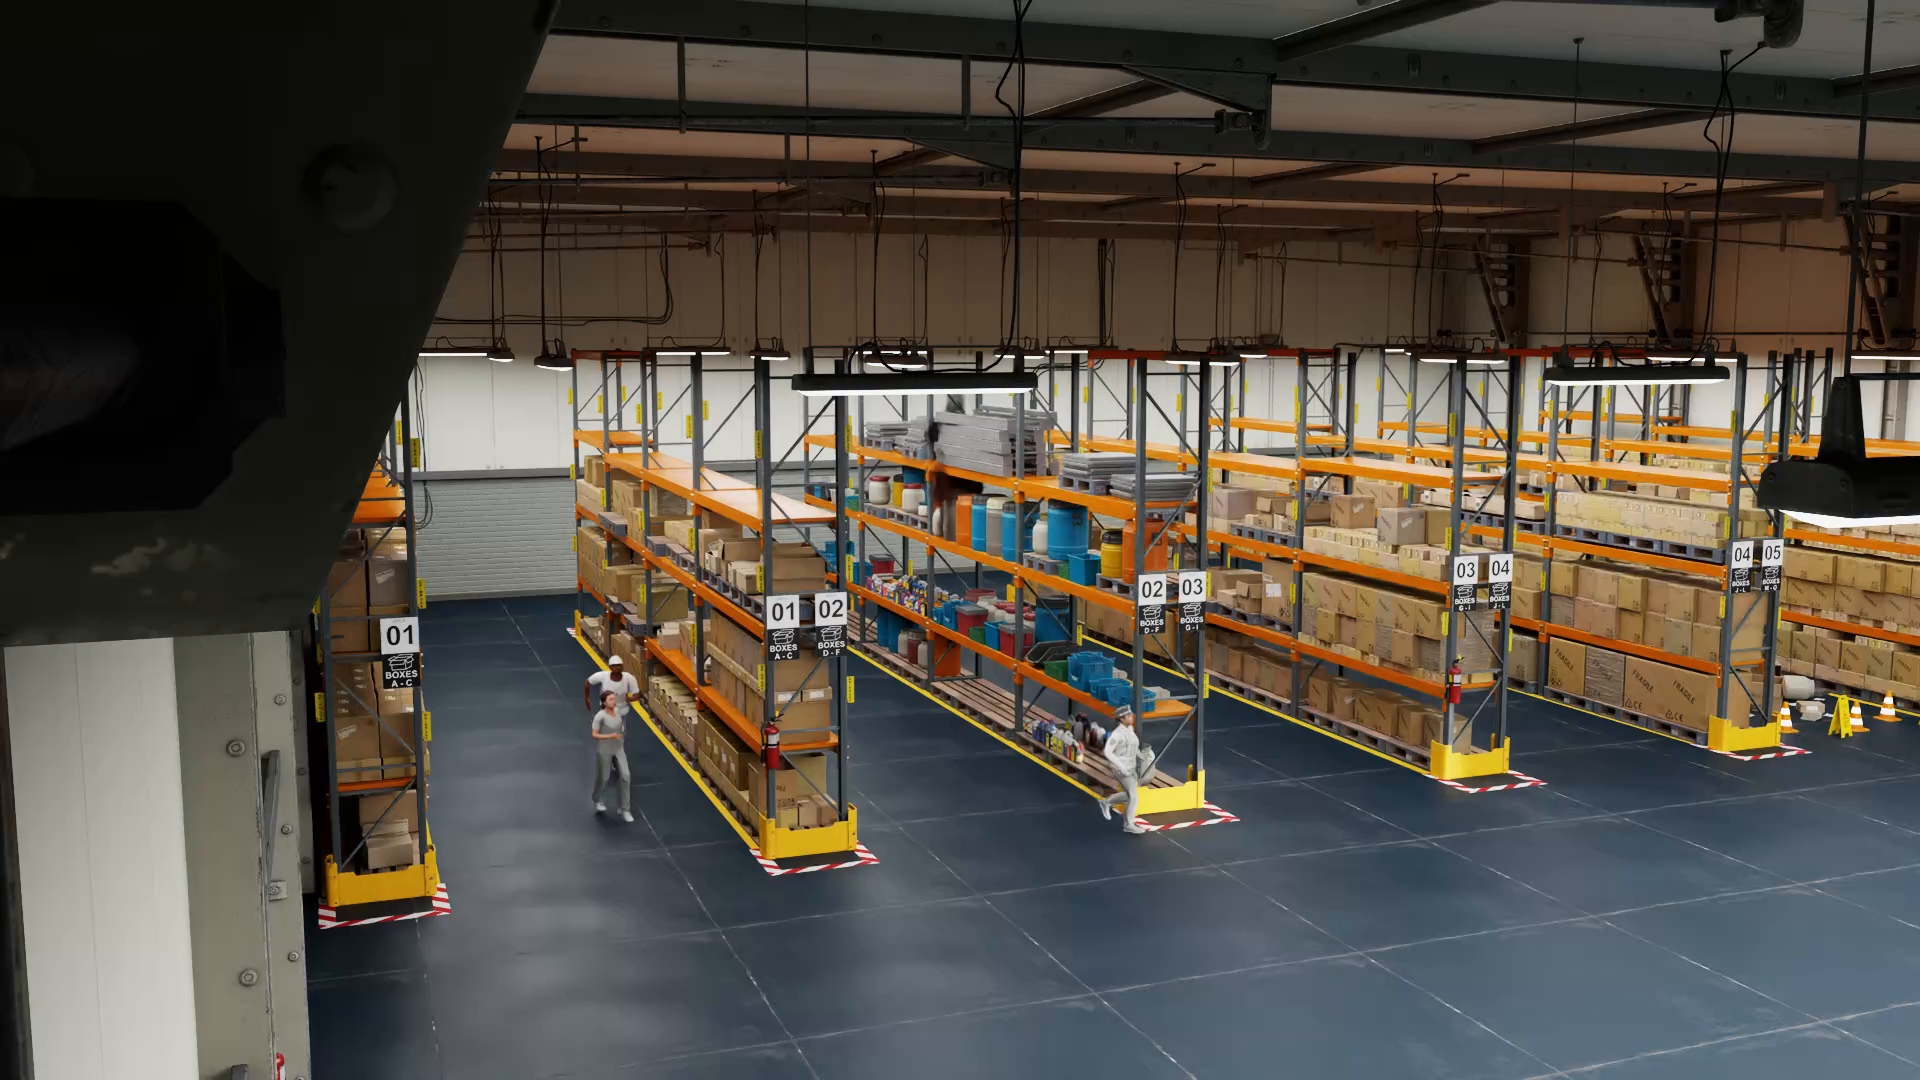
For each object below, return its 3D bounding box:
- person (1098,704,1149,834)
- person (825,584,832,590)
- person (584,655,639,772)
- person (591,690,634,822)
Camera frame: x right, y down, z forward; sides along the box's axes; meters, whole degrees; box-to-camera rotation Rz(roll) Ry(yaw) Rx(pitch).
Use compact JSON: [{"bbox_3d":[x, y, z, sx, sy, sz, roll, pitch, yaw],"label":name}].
[{"bbox_3d":[2.044,2.889,21.112,0.678,1.659,0.613,4,8,29],"label":"person"},{"bbox_3d":[-2.467,1.604,30.034,0.605,1.727,0.894,-3,8,-22],"label":"person"},{"bbox_3d":[-4.981,2.488,23.890,0.740,1.709,0.782,-3,8,-20],"label":"person"},{"bbox_3d":[-4.600,2.799,21.743,0.555,1.714,0.805,-6,10,-42],"label":"person"}]
